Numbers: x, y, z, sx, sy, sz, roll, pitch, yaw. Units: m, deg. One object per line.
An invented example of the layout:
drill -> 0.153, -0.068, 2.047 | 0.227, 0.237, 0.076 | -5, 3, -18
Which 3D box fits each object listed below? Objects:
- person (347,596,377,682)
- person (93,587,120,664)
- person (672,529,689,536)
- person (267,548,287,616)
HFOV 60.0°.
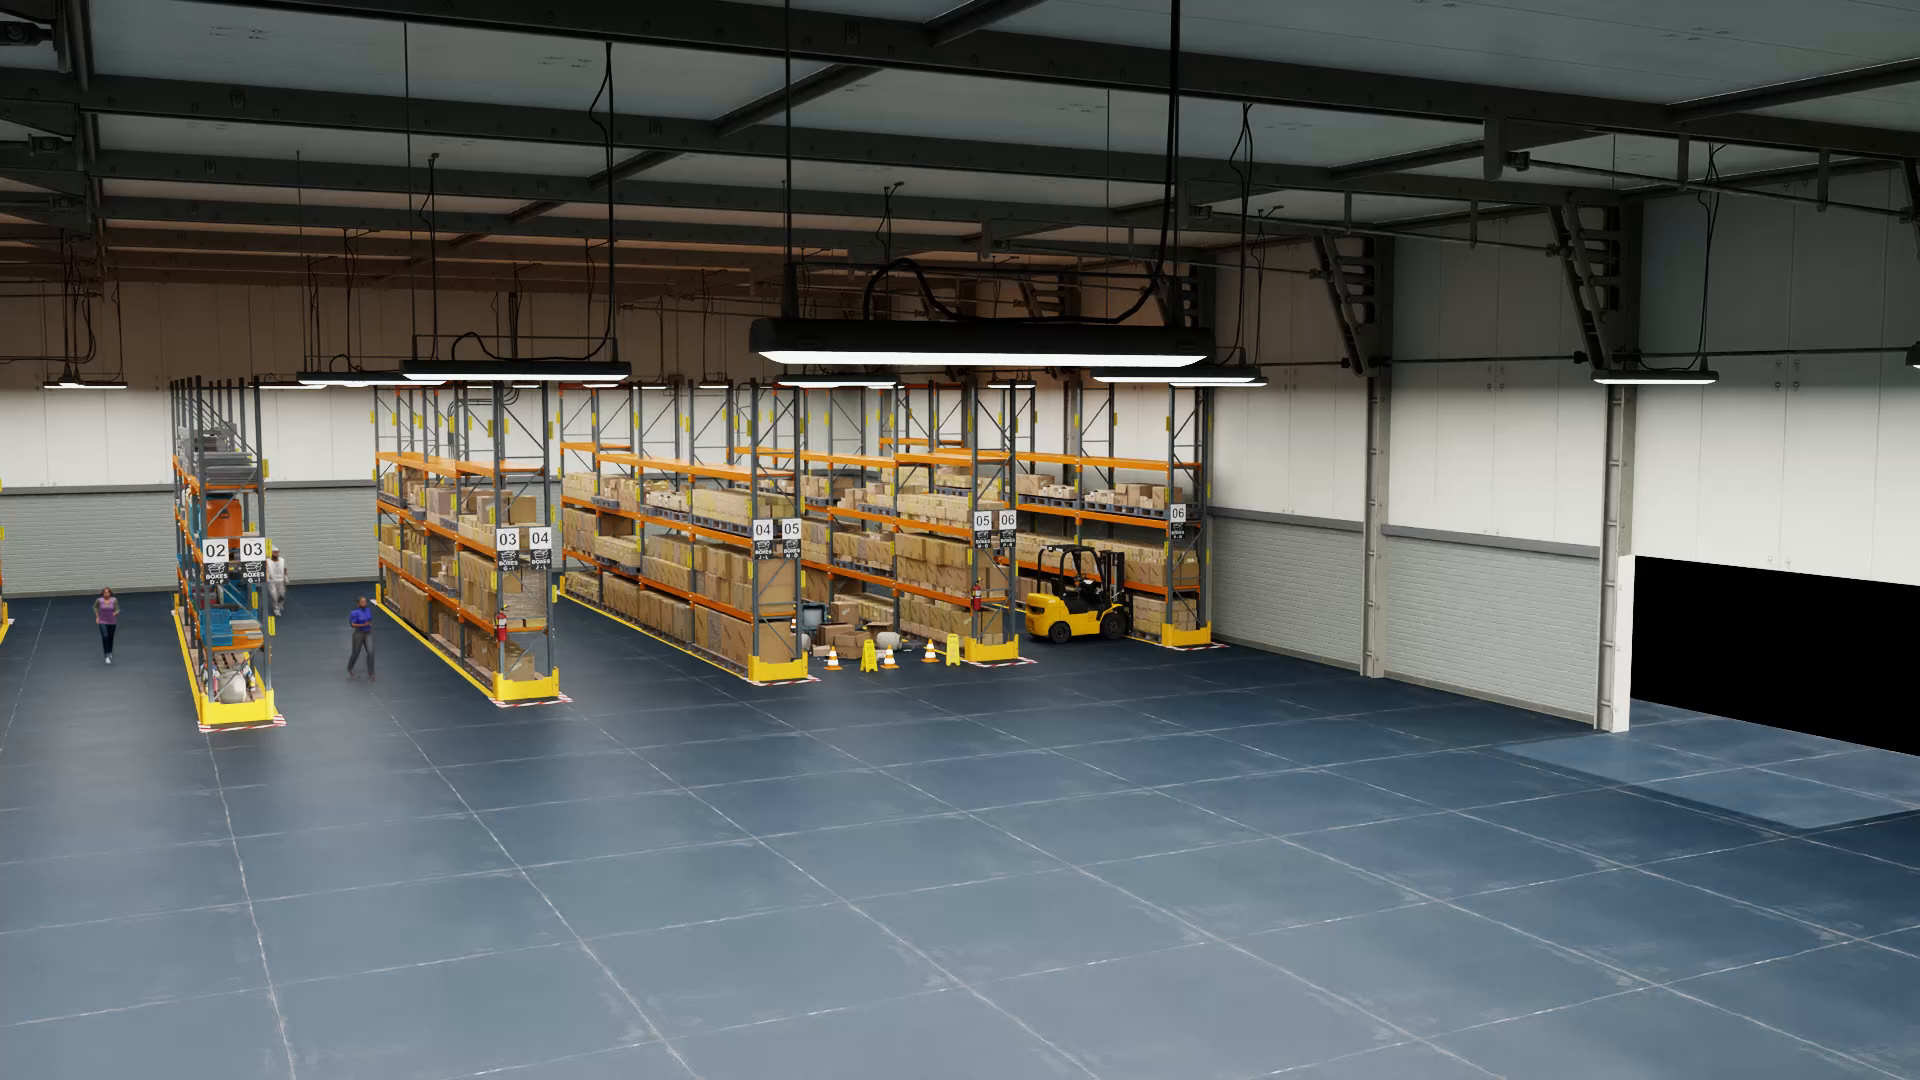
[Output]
person -> -11.885, 1.950, 33.009 | 0.901, 1.667, 0.557 | 4, 7, 41
person -> -18.099, 1.801, 35.311 | 0.475, 1.633, 0.835 | -4, 6, -37
person -> -8.755, 0.272, 51.897 | 0.596, 1.705, 0.854 | 3, 6, 33
person -> -17.550, 1.068, 42.622 | 0.667, 1.748, 0.632 | -4, 7, -39
